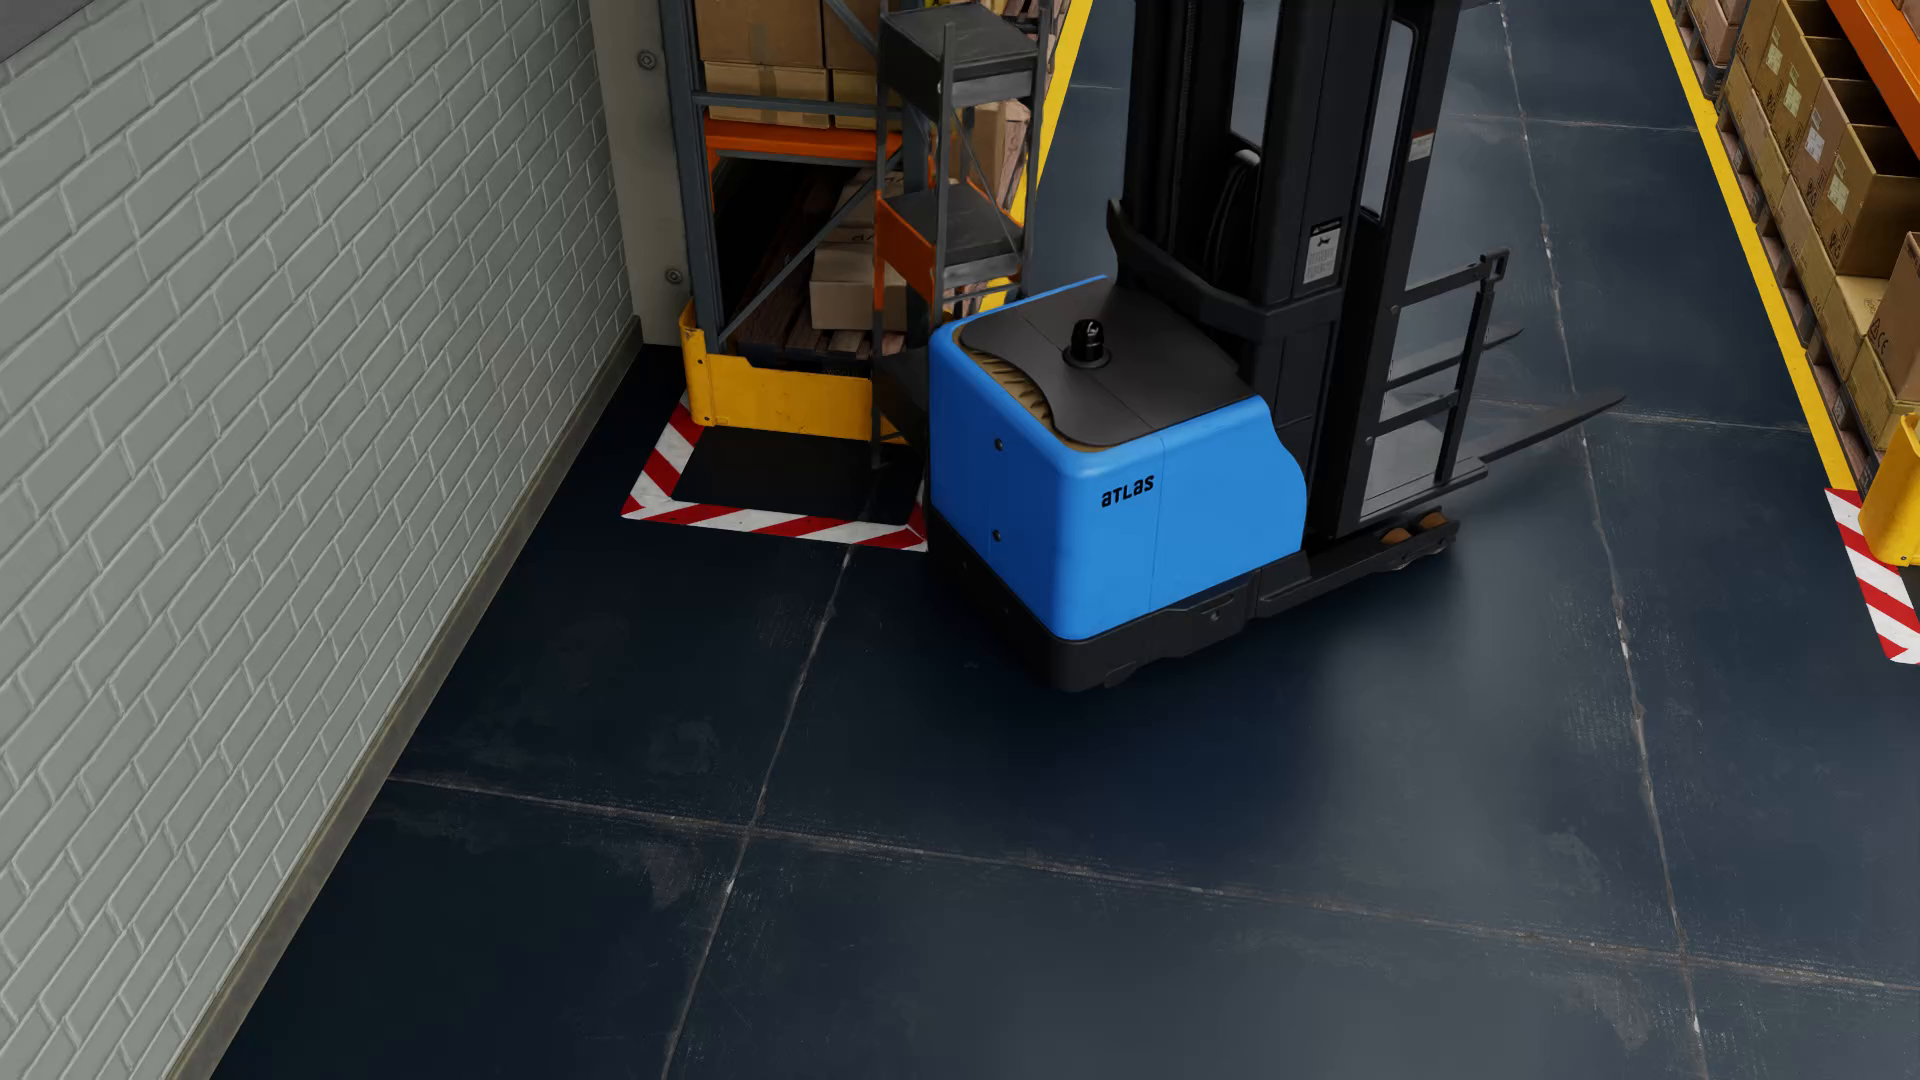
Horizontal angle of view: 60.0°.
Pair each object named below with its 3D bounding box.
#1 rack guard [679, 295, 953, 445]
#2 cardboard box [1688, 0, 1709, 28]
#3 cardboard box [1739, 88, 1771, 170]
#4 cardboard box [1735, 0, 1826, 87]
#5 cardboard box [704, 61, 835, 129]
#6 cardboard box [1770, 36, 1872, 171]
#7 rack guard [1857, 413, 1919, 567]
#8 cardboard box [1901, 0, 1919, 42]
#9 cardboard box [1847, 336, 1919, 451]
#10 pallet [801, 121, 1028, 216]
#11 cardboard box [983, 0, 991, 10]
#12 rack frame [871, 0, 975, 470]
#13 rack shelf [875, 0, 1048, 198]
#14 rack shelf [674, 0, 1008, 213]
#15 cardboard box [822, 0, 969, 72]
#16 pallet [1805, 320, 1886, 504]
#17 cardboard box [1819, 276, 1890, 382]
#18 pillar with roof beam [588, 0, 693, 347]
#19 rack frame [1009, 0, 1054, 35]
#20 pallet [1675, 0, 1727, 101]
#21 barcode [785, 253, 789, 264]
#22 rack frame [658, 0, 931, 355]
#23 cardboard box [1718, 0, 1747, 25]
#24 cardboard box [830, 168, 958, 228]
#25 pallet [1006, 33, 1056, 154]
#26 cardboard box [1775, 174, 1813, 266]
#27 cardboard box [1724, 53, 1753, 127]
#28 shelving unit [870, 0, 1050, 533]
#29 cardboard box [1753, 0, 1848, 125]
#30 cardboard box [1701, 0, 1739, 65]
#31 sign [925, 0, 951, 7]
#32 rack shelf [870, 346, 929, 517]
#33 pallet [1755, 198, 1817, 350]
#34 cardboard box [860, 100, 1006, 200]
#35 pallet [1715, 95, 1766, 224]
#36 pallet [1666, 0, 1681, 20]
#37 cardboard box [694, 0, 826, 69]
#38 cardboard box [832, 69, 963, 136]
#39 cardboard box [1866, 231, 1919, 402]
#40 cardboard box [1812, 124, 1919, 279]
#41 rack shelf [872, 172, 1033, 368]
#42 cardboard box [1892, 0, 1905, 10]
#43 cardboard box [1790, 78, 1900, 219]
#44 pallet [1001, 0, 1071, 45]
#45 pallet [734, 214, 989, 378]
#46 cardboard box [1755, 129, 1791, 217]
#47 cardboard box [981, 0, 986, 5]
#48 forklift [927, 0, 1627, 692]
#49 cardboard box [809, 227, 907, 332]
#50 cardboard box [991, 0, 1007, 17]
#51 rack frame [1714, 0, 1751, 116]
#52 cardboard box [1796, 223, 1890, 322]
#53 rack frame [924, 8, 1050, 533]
[{"bbox_3d":[-0.605,-0.752,7.267,1.175,0.500,0.348,6,40,8],"label":"rack guard"},{"bbox_3d":[4.829,-3.346,10.271,0.500,0.250,0.500,6,40,7],"label":"cardboard box"},{"bbox_3d":[4.483,-2.165,8.843,0.500,0.250,0.500,6,40,8],"label":"cardboard box"},{"bbox_3d":[4.565,-2.769,8.985,0.500,0.500,0.500,6,40,8],"label":"cardboard box"},{"bbox_3d":[-0.728,-1.932,6.835,0.500,0.250,0.500,7,40,8],"label":"cardboard box"},{"bbox_3d":[4.392,-2.141,8.225,0.500,0.500,0.500,6,40,8],"label":"cardboard box"},{"bbox_3d":[4.257,-0.145,6.533,1.175,0.500,0.348,6,40,8],"label":"rack guard"},{"bbox_3d":[4.620,-2.426,7.251,0.700,0.500,0.500,8,40,9],"label":"cardboard box"},{"bbox_3d":[4.063,-0.595,6.944,0.500,0.250,0.500,6,40,8],"label":"cardboard box"},{"bbox_3d":[-0.216,-1.910,8.894,1.003,0.211,1.213,6,40,8],"label":"pallet"},{"bbox_3d":[-0.145,-2.216,7.178,0.500,0.250,0.500,5,40,6],"label":"cardboard box"},{"bbox_3d":[-0.153,-1.183,6.514,0.400,2.100,0.015,-16,42,-24],"label":"rack frame"},{"bbox_3d":[-0.006,-1.592,5.929,0.431,0.518,0.480,-16,42,-24],"label":"rack shelf"},{"bbox_3d":[-0.272,-2.646,8.160,1.077,0.370,4.000,6,40,8],"label":"rack shelf"},{"bbox_3d":[-0.240,-2.173,6.538,0.500,0.500,0.500,6,40,8],"label":"cardboard box"},{"bbox_3d":[4.352,-0.534,7.230,1.003,0.211,1.213,6,40,8],"label":"pallet"},{"bbox_3d":[4.138,-0.910,7.325,0.500,0.250,0.500,6,40,8],"label":"cardboard box"},{"bbox_3d":[2.891,-4.040,4.574,9.100,9.000,0.400,6,40,8],"label":"pillar with roof beam"},{"bbox_3d":[0.074,-4.178,9.449,1.000,3.000,0.127,6,40,8],"label":"rack frame"},{"bbox_3d":[5.043,-3.026,10.244,1.003,0.211,1.213,6,40,8],"label":"pallet"},{"bbox_3d":[-0.801,-1.284,7.707,0.001,0.075,0.075,6,40,8],"label":"barcode"},{"bbox_3d":[-0.618,-1.668,6.413,1.000,3.000,0.127,6,40,8],"label":"rack frame"},{"bbox_3d":[4.741,-3.238,9.701,0.500,0.311,0.500,6,40,8],"label":"cardboard box"},{"bbox_3d":[-0.311,-1.583,8.075,0.500,0.311,0.500,10,41,11],"label":"cardboard box"},{"bbox_3d":[-0.007,-2.678,9.823,1.003,0.211,1.213,6,40,8],"label":"pallet"},{"bbox_3d":[4.311,-1.538,8.084,0.500,0.250,0.500,6,40,8],"label":"cardboard box"},{"bbox_3d":[4.575,-2.479,9.222,0.500,0.250,0.500,6,40,8],"label":"cardboard box"},{"bbox_3d":[-0.037,-1.048,6.347,0.431,2.100,0.503,-16,42,-24],"label":"shelving unit"},{"bbox_3d":[4.486,-2.454,8.604,0.500,0.500,0.500,6,40,8],"label":"cardboard box"},{"bbox_3d":[4.740,-3.028,9.887,0.500,0.250,0.500,6,40,7],"label":"cardboard box"},{"bbox_3d":[-0.084,-1.942,6.065,0.100,0.325,0.005,6,40,8],"label":"sign"},{"bbox_3d":[-0.069,-0.483,6.782,0.431,0.518,0.480,-16,42,-24],"label":"rack shelf"},{"bbox_3d":[4.566,-1.297,8.153,1.003,0.211,1.213,6,40,8],"label":"pallet"},{"bbox_3d":[-0.135,-2.111,8.565,0.700,0.500,0.500,4,40,5],"label":"cardboard box"},{"bbox_3d":[4.775,-2.065,9.082,1.003,0.211,1.213,6,40,8],"label":"pallet"},{"bbox_3d":[5.251,-3.794,11.173,1.003,0.211,1.213,6,40,8],"label":"pallet"},{"bbox_3d":[-0.746,-2.226,6.602,0.500,0.500,0.500,6,40,7],"label":"cardboard box"},{"bbox_3d":[-0.221,-1.889,6.782,0.500,0.250,0.500,5,40,6],"label":"cardboard box"},{"bbox_3d":[4.061,-0.884,6.705,0.500,0.500,0.500,6,40,8],"label":"cardboard box"},{"bbox_3d":[4.220,-1.513,7.466,0.500,0.500,0.500,6,40,8],"label":"cardboard box"},{"bbox_3d":[-0.038,-1.038,6.356,0.431,0.518,0.480,-16,42,-24],"label":"rack shelf"},{"bbox_3d":[4.707,-2.747,7.640,0.700,0.500,0.500,7,40,8],"label":"cardboard box"},{"bbox_3d":[4.307,-1.827,7.846,0.500,0.500,0.500,6,40,8],"label":"cardboard box"},{"bbox_3d":[0.207,-3.592,10.929,1.003,0.211,1.213,6,40,8],"label":"pallet"},{"bbox_3d":[-0.430,-1.147,7.971,1.003,0.211,1.213,6,40,8],"label":"pallet"},{"bbox_3d":[4.392,-1.852,8.464,0.500,0.250,0.500,6,40,8],"label":"cardboard box"},{"bbox_3d":[-0.144,-2.482,6.912,0.500,0.500,0.500,7,40,8],"label":"cardboard box"},{"bbox_3d":[1.402,-1.279,5.997,3.031,2.935,1.130,-21,44,-23],"label":"forklift"},{"bbox_3d":[-0.410,-1.225,7.643,0.500,0.311,0.500,2,40,3],"label":"cardboard box"},{"bbox_3d":[-0.051,-2.535,7.564,0.500,0.250,0.500,6,40,7],"label":"cardboard box"},{"bbox_3d":[4.954,-3.634,8.791,1.000,3.000,0.127,6,40,8],"label":"rack frame"},{"bbox_3d":[4.223,-1.224,7.705,0.500,0.250,0.500,6,40,8],"label":"cardboard box"},{"bbox_3d":[0.079,-0.913,6.180,0.400,2.100,0.015,-16,42,-24],"label":"rack frame"}]
